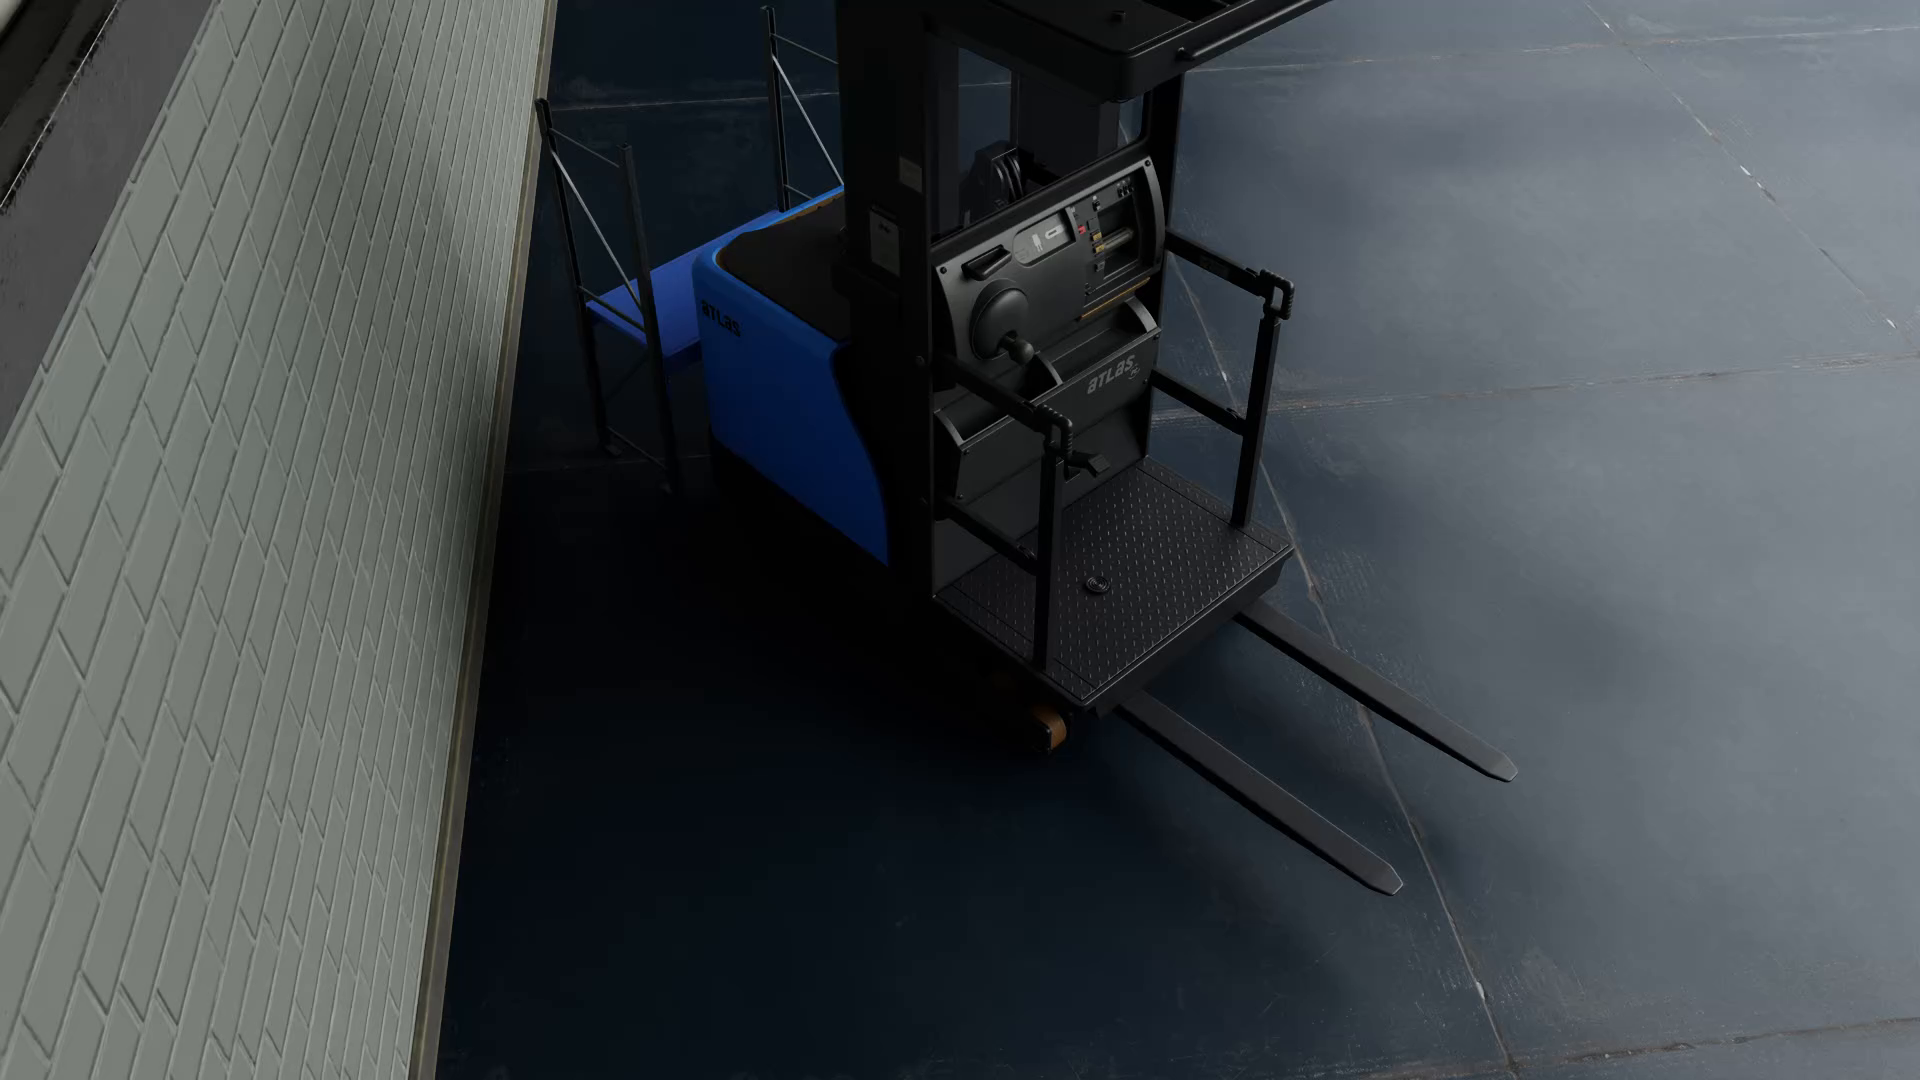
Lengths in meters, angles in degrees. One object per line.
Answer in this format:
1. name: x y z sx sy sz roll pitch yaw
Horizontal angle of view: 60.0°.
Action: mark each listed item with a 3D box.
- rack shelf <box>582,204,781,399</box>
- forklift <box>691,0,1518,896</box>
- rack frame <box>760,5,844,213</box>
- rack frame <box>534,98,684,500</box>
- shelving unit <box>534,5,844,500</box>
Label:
1. rack shelf: -0.906 -0.944 6.443 0.538 0.185 1.000 33 51 31
2. forklift: 0.435 -0.785 4.932 1.130 2.935 3.031 -33 51 -31
3. rack frame: -0.553 -1.323 6.594 0.500 1.500 0.032 33 51 31
4. rack frame: -1.260 -0.833 6.051 0.500 1.500 0.032 33 51 31
5. shelving unit: -0.907 -1.078 6.323 0.538 1.500 1.048 33 51 31
